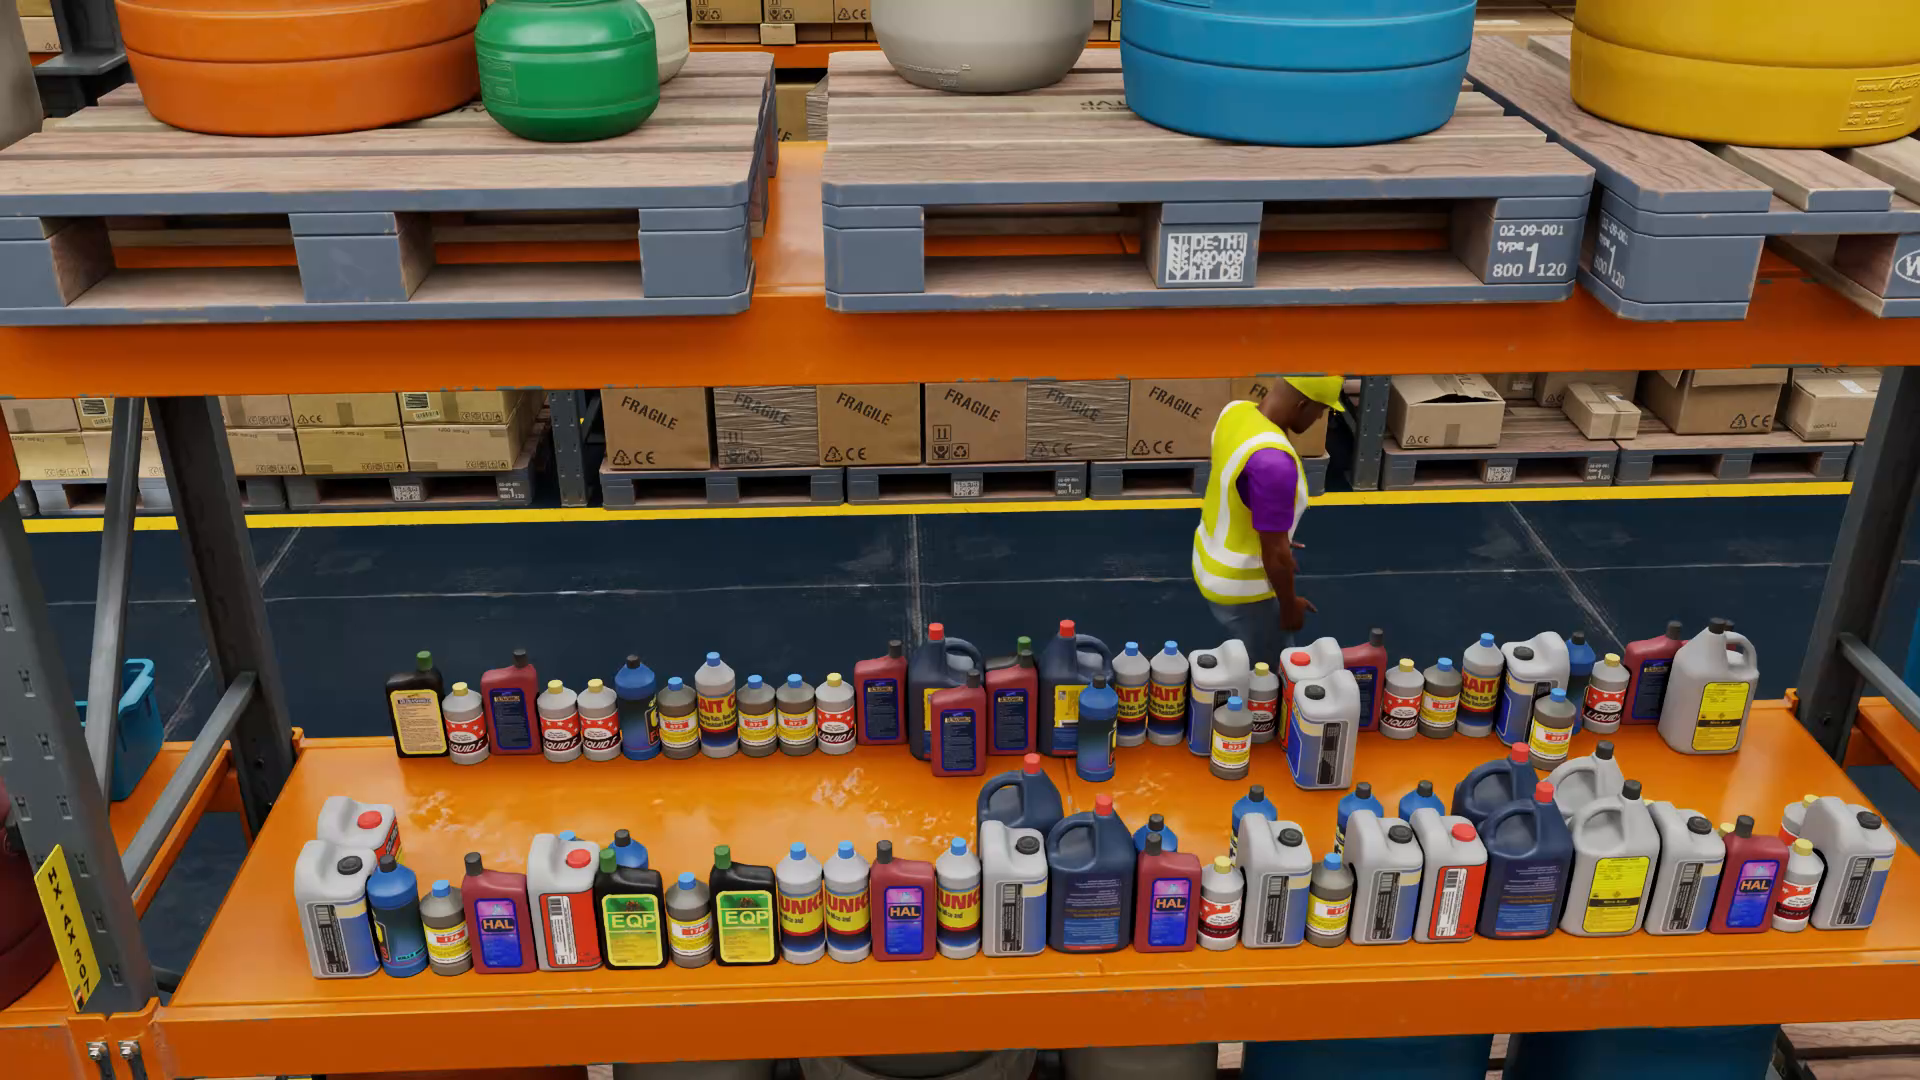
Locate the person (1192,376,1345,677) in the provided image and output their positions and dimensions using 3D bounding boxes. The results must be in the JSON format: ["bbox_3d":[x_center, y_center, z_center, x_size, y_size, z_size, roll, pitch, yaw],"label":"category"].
[{"bbox_3d":[1.068,0.124,5.921,0.472,1.707,0.595,-1,27,-1],"label":"person"}]
